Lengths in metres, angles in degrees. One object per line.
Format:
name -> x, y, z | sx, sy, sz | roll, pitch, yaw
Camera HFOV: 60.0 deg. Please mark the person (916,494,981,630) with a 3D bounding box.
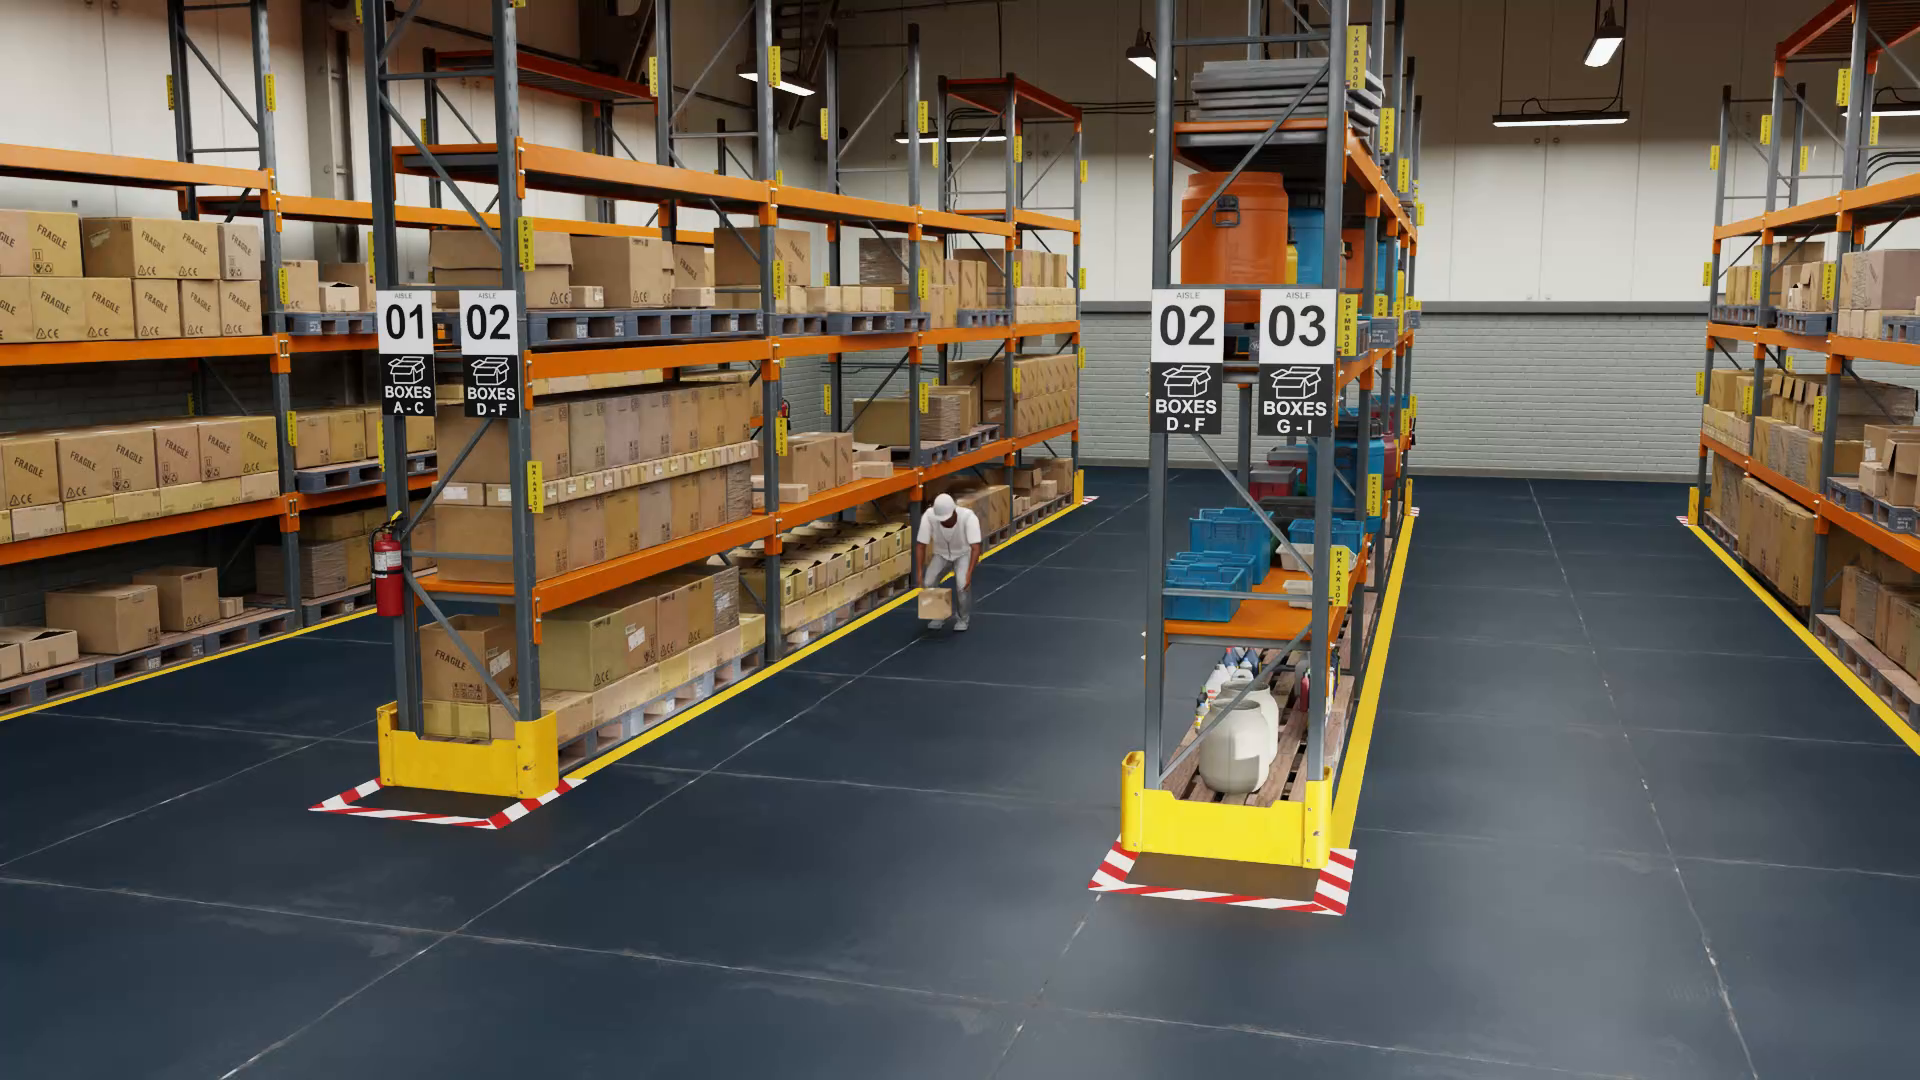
person -> -0.078, 0.195, 15.872 | 0.631, 1.346, 0.790 | 2, 9, 16
